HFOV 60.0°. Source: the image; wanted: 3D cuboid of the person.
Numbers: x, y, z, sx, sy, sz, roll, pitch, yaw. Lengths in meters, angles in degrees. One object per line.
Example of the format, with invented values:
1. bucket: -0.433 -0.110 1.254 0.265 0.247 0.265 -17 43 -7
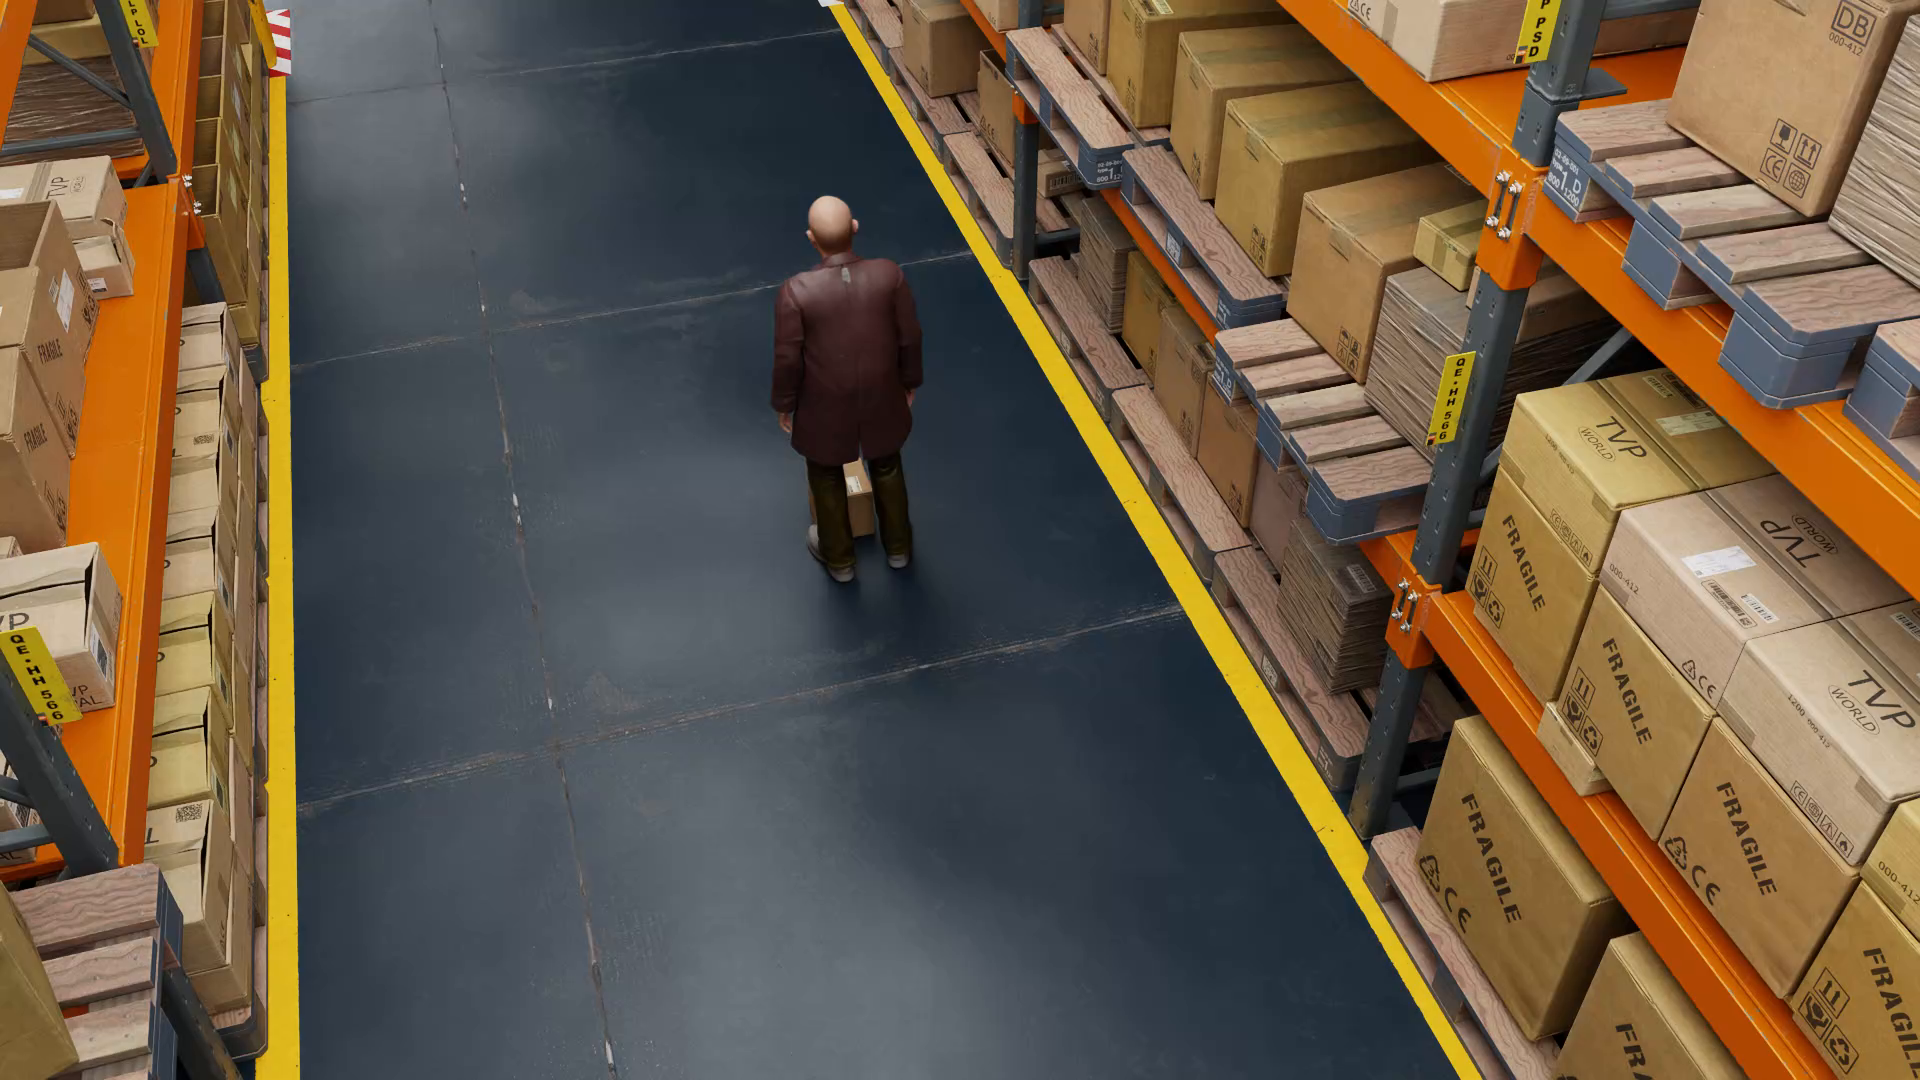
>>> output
1. person: -0.458 -0.595 6.839 0.644 1.774 0.420 -12 43 -13
